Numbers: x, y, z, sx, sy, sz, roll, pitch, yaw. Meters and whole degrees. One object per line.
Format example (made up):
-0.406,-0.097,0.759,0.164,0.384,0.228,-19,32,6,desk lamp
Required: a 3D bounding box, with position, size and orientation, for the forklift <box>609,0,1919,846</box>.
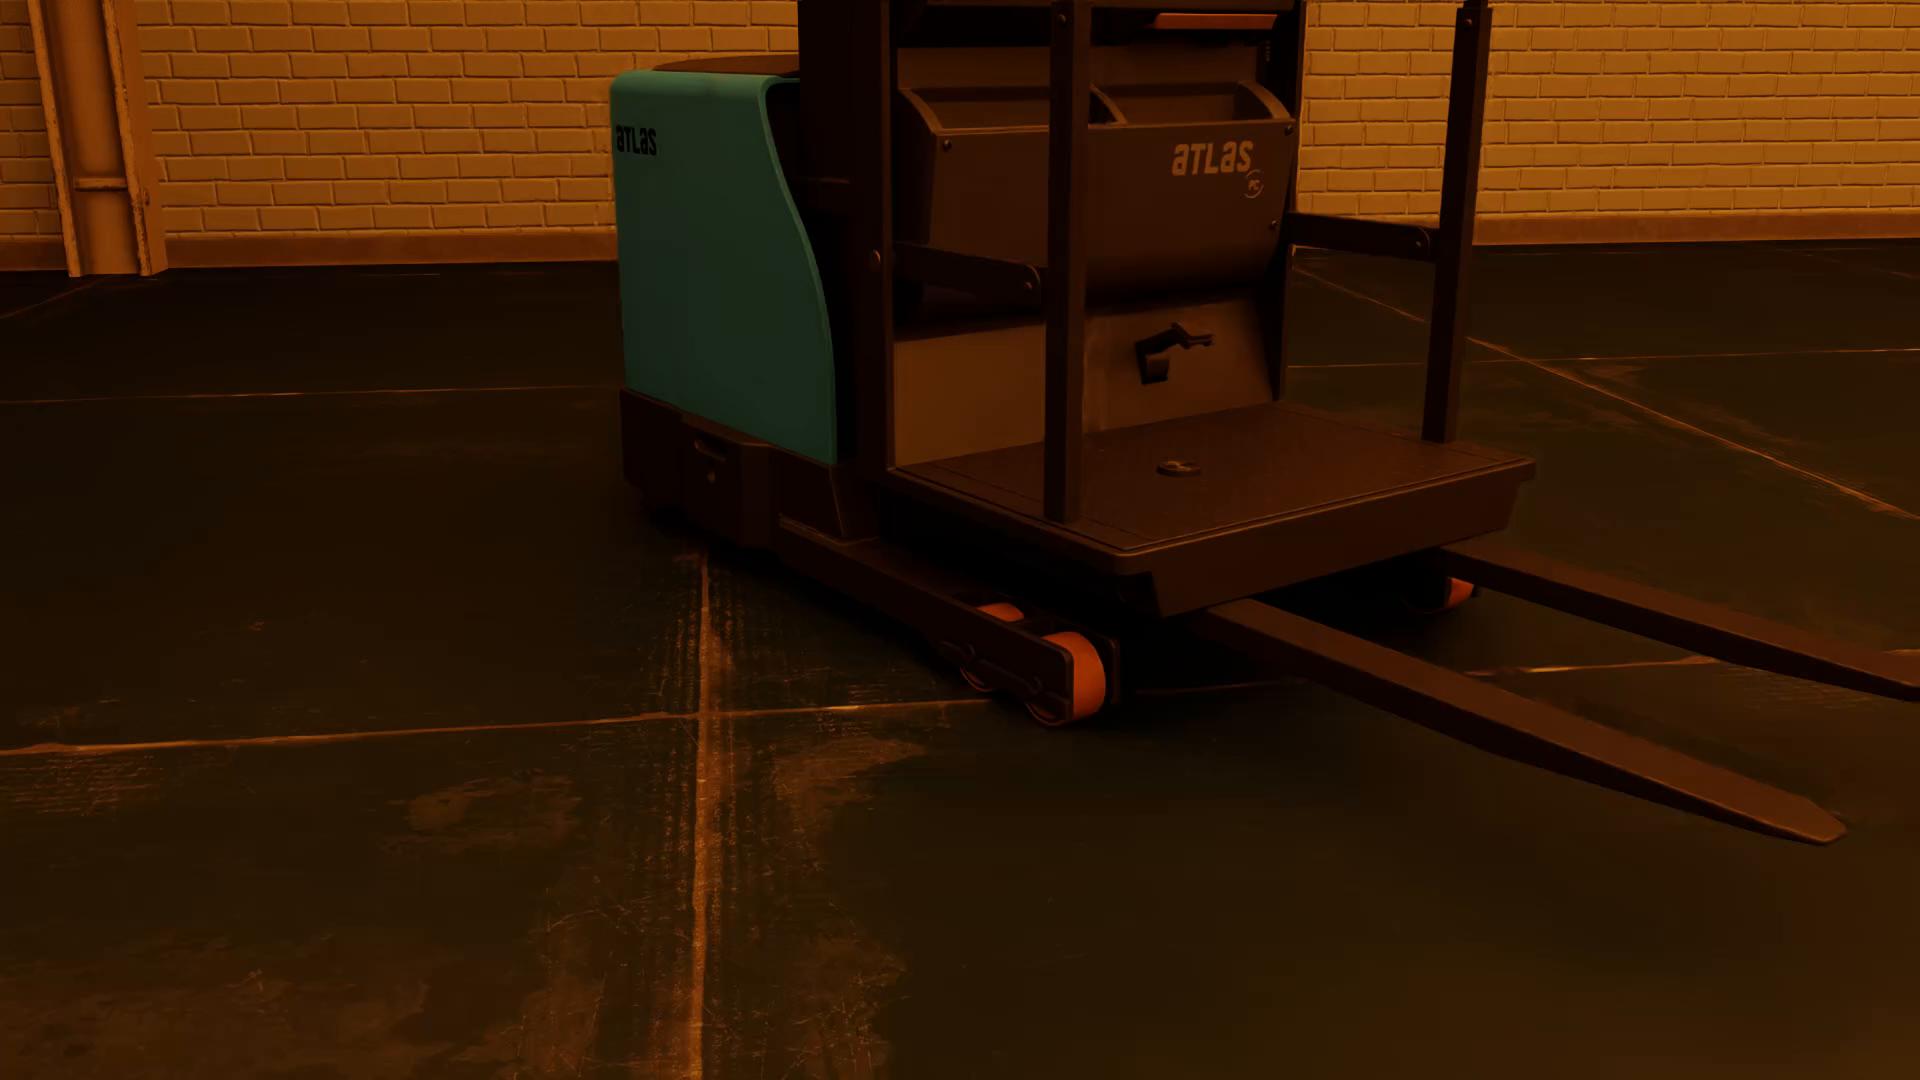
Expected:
0.417,-1.237,2.992,1.130,2.935,3.031,-12,20,-34,forklift
